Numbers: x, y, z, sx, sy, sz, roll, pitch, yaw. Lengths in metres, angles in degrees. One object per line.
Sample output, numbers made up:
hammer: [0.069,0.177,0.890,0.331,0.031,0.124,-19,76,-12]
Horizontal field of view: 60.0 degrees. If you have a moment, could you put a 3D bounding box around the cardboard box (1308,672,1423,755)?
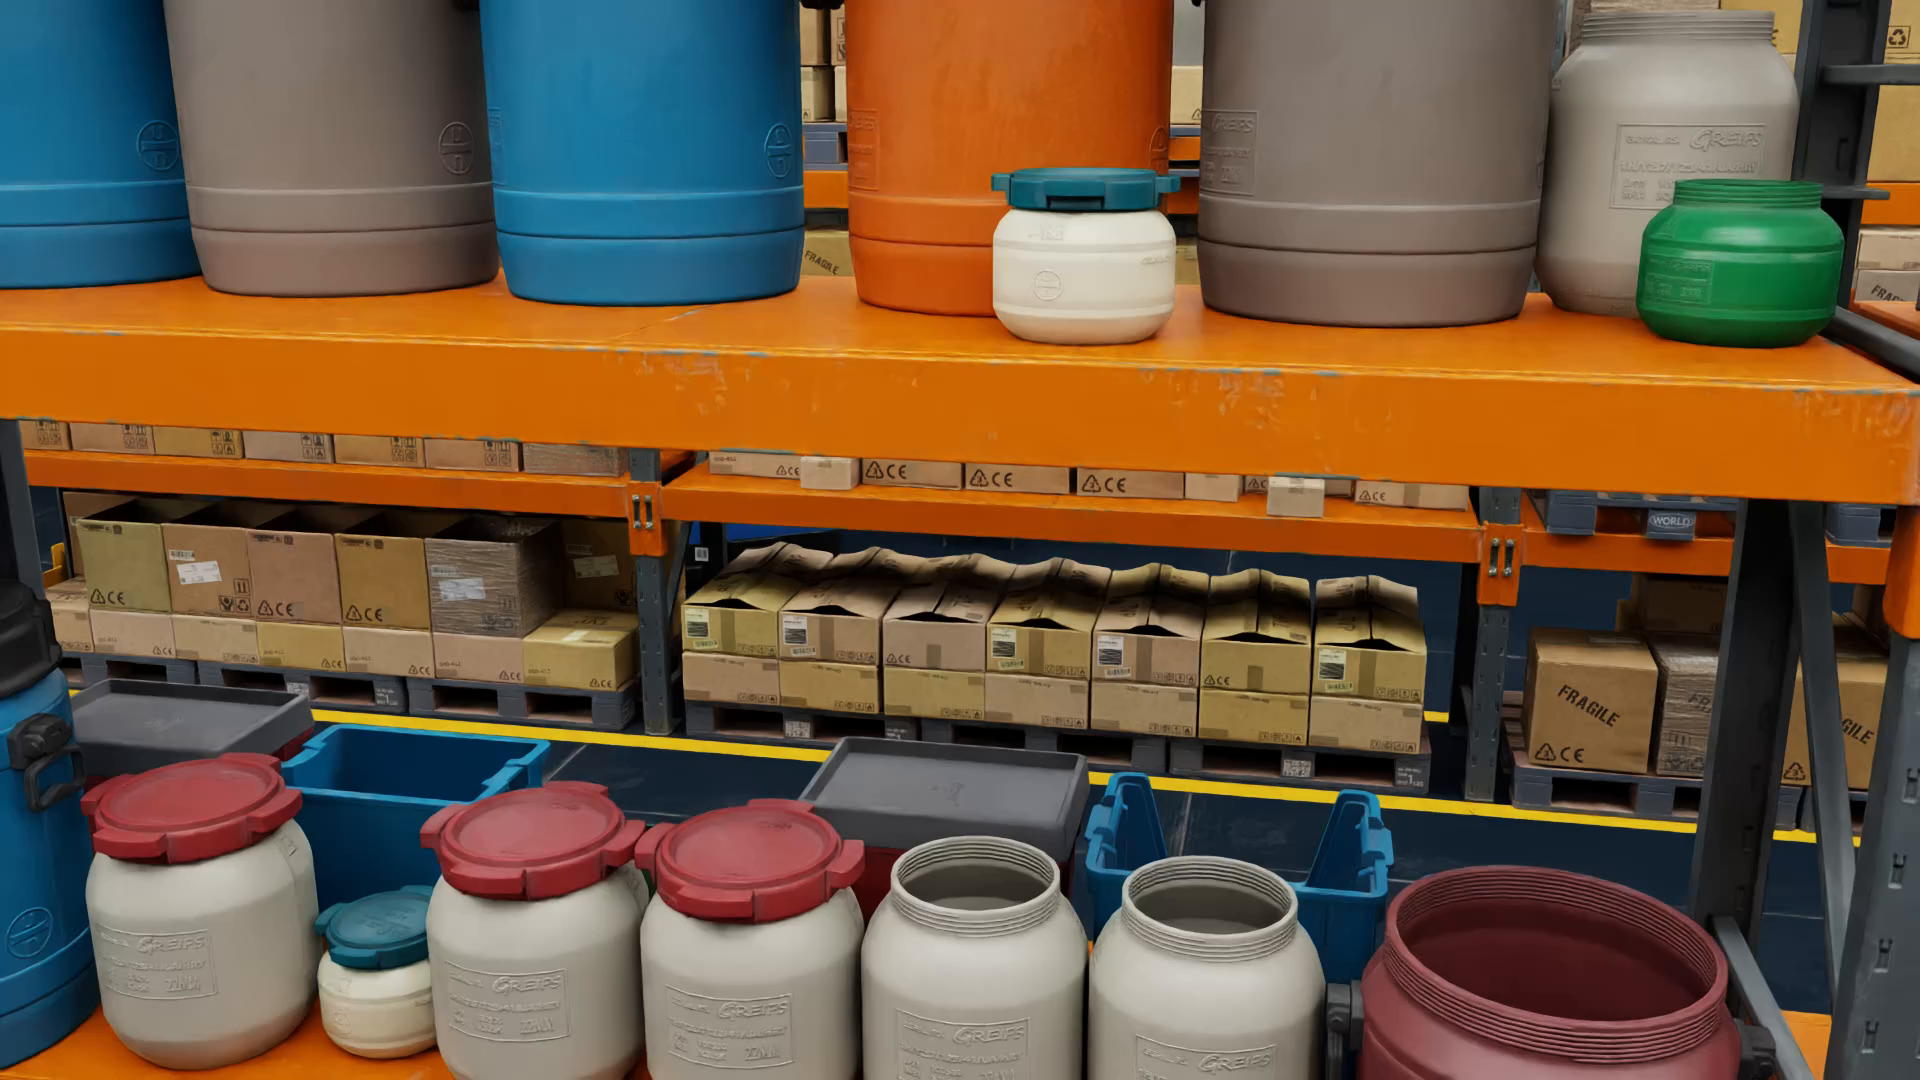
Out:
cardboard box: [1.918,0.789,7.887,0.500,0.250,0.500,3,16,12]

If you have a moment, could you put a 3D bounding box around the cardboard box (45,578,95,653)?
cardboard box: [-4.876,0.415,9.240,0.500,0.250,0.500,3,16,11]

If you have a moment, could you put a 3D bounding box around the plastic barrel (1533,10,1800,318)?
plastic barrel: [1.248,-0.670,2.962,0.421,0.512,0.421,0,15,0]

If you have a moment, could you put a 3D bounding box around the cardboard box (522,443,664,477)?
cardboard box: [-1.873,-0.652,8.540,0.500,0.500,0.700,3,16,10]

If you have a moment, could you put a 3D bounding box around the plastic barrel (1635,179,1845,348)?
plastic barrel: [1.239,-0.444,2.648,0.294,0.245,0.294,0,15,0]

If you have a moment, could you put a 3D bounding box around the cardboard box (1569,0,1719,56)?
cardboard box: [2.909,-2.320,7.069,0.500,0.500,0.500,3,16,11]

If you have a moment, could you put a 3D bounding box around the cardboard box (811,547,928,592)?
cardboard box: [-0.472,0.243,8.809,0.500,0.311,0.500,4,16,13]

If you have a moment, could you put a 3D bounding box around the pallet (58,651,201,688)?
pallet: [-4.599,0.579,9.507,1.213,0.211,1.003,3,16,11]

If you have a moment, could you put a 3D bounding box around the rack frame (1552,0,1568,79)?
rack frame: [2.482,-3.260,6.905,0.127,3.000,1.000,3,16,11]

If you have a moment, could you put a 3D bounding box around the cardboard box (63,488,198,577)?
cardboard box: [-4.772,-0.083,9.631,0.500,0.500,0.500,3,16,11]

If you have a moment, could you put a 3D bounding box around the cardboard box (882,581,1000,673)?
cardboard box: [-0.085,0.413,8.196,0.500,0.311,0.500,3,16,9]

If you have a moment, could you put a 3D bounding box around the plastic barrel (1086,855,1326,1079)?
plastic barrel: [0.441,0.874,3.010,0.421,0.512,0.421,0,15,0]

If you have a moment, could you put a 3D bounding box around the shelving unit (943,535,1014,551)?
shelving unit: [0.162,-1.003,11.680,0.503,2.100,0.431,3,16,11]

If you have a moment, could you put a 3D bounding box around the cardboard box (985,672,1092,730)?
cardboard box: [0.416,0.709,8.179,0.500,0.250,0.500,3,16,12]

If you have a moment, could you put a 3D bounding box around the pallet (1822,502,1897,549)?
pallet: [4.389,-0.174,7.362,1.213,0.211,1.003,3,16,11]

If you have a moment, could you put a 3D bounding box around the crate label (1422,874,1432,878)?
crate label: [1.154,0.887,3.486,0.416,0.233,0.303,3,16,11]

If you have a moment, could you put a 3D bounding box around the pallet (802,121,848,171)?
pallet: [-0.570,-1.892,7.942,1.217,0.209,0.805,2,16,9]

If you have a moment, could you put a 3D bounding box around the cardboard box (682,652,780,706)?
cardboard box: [-1.091,0.627,8.474,0.500,0.250,0.500,3,16,10]

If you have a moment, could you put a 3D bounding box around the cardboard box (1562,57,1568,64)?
cardboard box: [2.917,-1.849,7.240,0.500,0.500,0.910,3,16,11]

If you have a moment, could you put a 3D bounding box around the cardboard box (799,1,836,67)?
cardboard box: [-0.841,-2.476,7.782,0.500,0.500,0.500,3,16,12]

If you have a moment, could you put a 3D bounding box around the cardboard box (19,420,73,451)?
cardboard box: [-4.902,-0.815,9.127,0.500,0.500,0.700,3,16,11]

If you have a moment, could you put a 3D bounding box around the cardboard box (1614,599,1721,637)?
cardboard box: [3.446,0.612,8.023,0.500,0.500,0.500,4,16,13]

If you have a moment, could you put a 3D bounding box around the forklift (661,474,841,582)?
forklift: [-2.369,-1.167,10.716,3.031,2.935,1.130,-6,17,-20]

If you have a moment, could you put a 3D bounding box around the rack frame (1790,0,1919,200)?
rack frame: [1.492,-1.965,2.228,0.127,3.000,1.000,3,16,11]

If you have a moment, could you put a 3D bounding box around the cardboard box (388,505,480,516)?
cardboard box: [-2.809,0.020,9.261,0.500,0.500,0.500,3,16,11]

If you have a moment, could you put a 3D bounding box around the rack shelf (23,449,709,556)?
rack shelf: [-3.397,-0.342,8.954,4.000,0.370,1.077,3,16,11]

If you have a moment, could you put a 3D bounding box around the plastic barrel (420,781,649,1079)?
plastic barrel: [-0.815,0.795,3.247,0.433,0.535,0.433,0,15,0]

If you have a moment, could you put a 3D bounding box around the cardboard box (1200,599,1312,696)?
cardboard box: [1.409,0.494,7.904,0.500,0.311,0.500,3,16,10]

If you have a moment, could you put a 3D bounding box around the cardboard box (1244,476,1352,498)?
cardboard box: [1.645,-0.424,8.072,0.500,0.311,0.500,3,16,10]

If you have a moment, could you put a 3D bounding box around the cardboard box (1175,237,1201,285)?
cardboard box: [1.778,-2.008,12.612,0.500,0.500,0.700,3,16,11]

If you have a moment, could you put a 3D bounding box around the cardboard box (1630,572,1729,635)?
cardboard box: [3.502,0.252,7.916,0.500,0.250,0.500,4,16,13]

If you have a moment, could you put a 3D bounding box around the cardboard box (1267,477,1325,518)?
cardboard box: [1.546,-0.224,7.651,0.250,0.149,0.380,3,16,11]

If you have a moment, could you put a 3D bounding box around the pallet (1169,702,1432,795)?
pallet: [1.683,0.921,8.273,1.213,0.211,1.003,3,16,11]

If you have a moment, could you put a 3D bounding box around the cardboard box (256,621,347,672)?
cardboard box: [-3.406,0.495,8.950,0.500,0.250,0.500,3,16,11]

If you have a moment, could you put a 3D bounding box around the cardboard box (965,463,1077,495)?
cardboard box: [0.319,-0.530,8.100,0.500,0.500,0.500,3,16,11]

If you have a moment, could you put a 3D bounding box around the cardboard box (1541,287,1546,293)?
cardboard box: [4.402,-1.743,11.885,0.500,0.500,0.500,4,16,13]

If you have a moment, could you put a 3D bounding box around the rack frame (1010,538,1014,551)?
rack frame: [0.401,-0.990,11.633,0.015,2.100,0.400,3,16,11]

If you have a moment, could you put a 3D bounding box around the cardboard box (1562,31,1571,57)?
cardboard box: [4.482,-3.346,11.821,0.500,0.500,0.700,2,16,8]

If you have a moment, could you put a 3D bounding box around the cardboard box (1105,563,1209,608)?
cardboard box: [1.012,0.325,8.513,0.500,0.311,0.500,3,16,10]

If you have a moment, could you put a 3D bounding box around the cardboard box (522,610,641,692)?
cardboard box: [-1.935,0.573,8.668,0.500,0.250,0.500,3,16,11]

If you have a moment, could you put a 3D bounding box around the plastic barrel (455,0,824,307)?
plastic barrel: [-0.605,-0.934,3.186,0.708,0.901,0.600,3,16,11]

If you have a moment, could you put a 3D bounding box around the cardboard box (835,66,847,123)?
cardboard box: [-0.297,-2.094,7.807,0.500,0.250,0.500,2,16,6]

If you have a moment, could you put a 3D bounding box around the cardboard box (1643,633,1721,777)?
cardboard box: [3.386,0.749,7.528,0.500,0.500,0.500,3,16,9]

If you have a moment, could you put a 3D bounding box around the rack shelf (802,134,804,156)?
rack shelf: [-2.414,-3.083,13.233,4.000,0.370,1.077,3,16,11]

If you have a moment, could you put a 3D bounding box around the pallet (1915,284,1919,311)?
pallet: [2.222,-0.362,2.414,1.213,0.211,1.003,3,16,11]

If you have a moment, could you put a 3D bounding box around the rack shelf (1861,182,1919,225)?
rack shelf: [4.442,-1.362,7.017,4.000,0.370,1.077,3,16,11]

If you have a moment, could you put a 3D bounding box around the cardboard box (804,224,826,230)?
cardboard box: [-1.379,-2.285,13.460,0.500,0.500,0.500,3,16,11]

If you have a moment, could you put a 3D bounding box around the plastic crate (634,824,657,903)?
plastic crate: [-0.665,0.835,3.757,0.662,0.188,0.450,3,16,11]

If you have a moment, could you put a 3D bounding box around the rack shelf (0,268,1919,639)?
rack shelf: [-0.468,-0.279,3.108,4.000,0.370,1.077,3,16,11]

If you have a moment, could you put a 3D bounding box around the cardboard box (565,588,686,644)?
cardboard box: [-1.831,0.437,9.160,0.500,0.250,0.500,3,16,11]

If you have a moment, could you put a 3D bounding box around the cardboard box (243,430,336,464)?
cardboard box: [-3.385,-0.733,8.832,0.500,0.500,0.700,4,16,13]

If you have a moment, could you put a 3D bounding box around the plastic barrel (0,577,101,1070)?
plastic barrel: [-2.110,0.572,3.370,0.708,0.901,0.600,3,16,11]

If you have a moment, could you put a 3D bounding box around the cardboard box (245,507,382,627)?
cardboard box: [-3.407,0.134,8.849,0.500,0.500,0.500,3,16,11]
